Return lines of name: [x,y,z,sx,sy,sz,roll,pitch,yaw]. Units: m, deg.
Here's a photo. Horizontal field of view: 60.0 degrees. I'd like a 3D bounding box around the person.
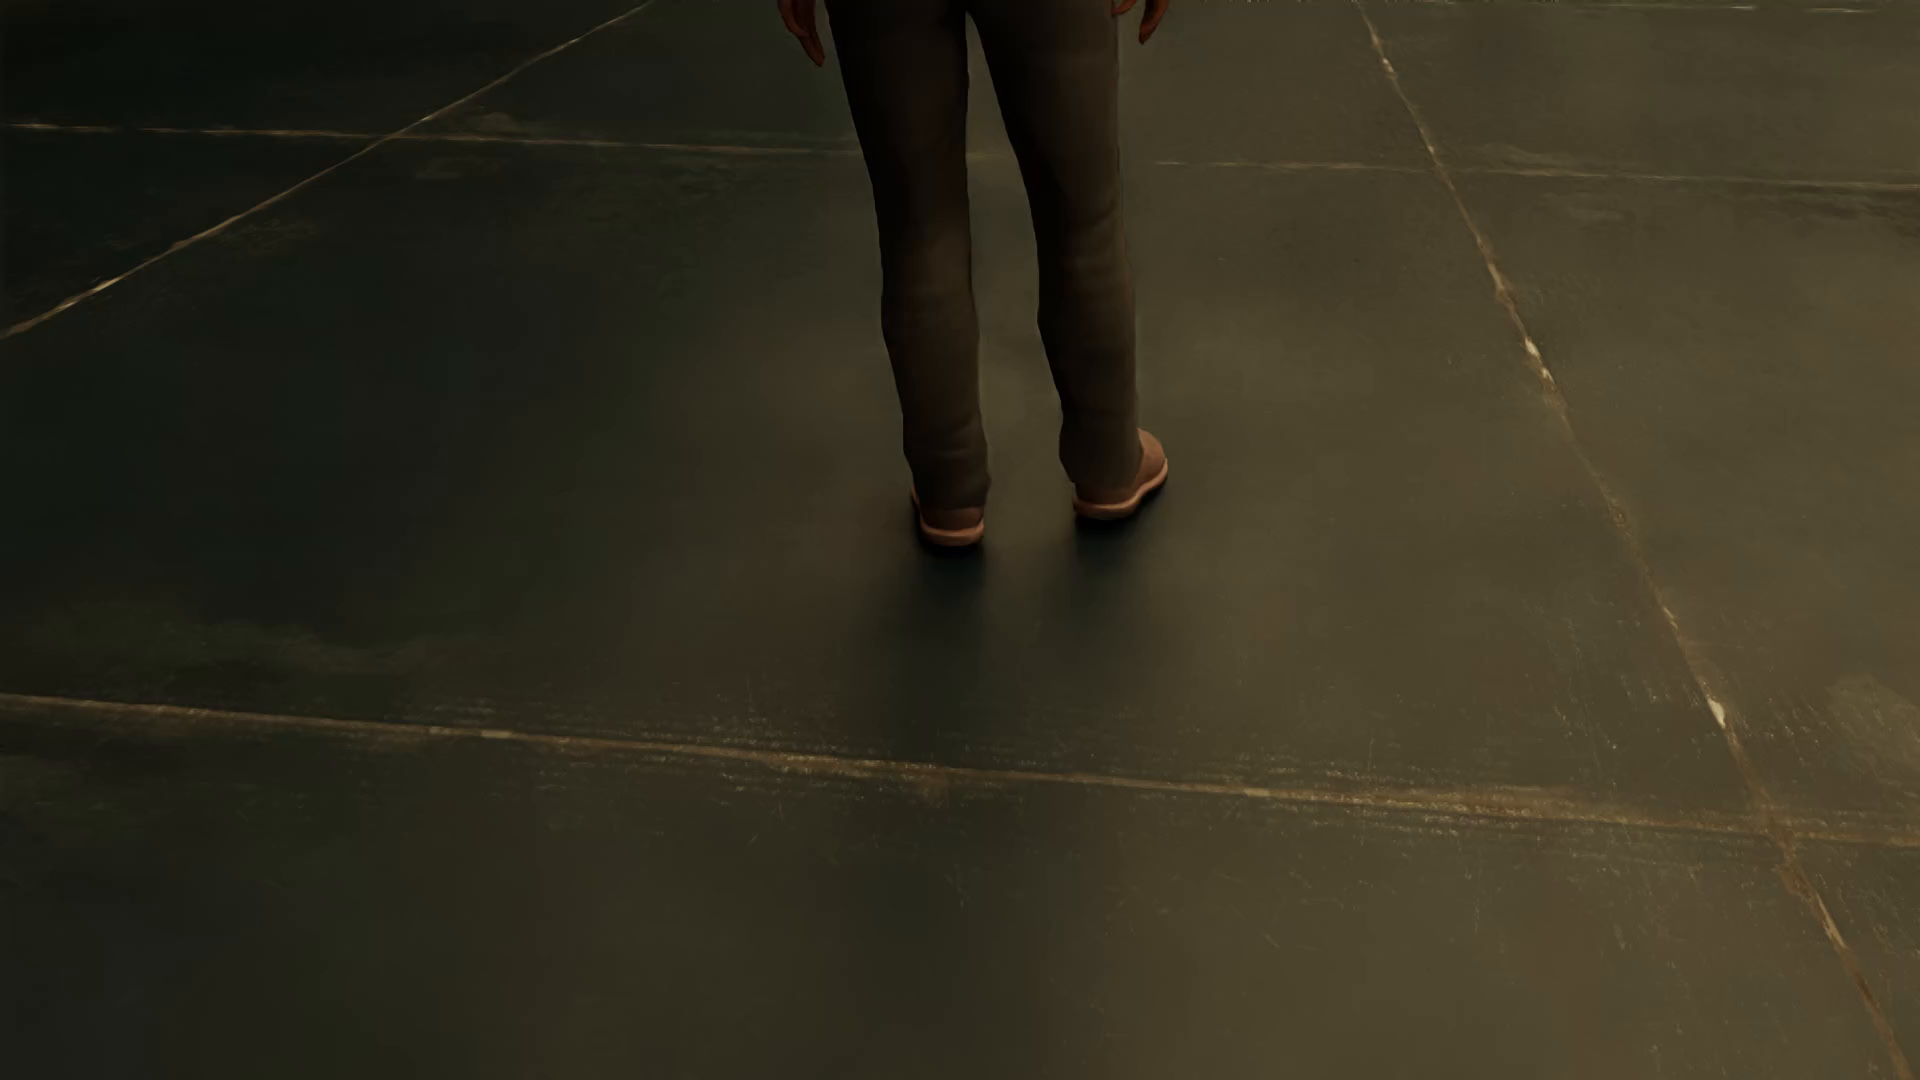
person: [0.031,-0.784,2.203,0.570,1.654,0.503,3,27,7]
